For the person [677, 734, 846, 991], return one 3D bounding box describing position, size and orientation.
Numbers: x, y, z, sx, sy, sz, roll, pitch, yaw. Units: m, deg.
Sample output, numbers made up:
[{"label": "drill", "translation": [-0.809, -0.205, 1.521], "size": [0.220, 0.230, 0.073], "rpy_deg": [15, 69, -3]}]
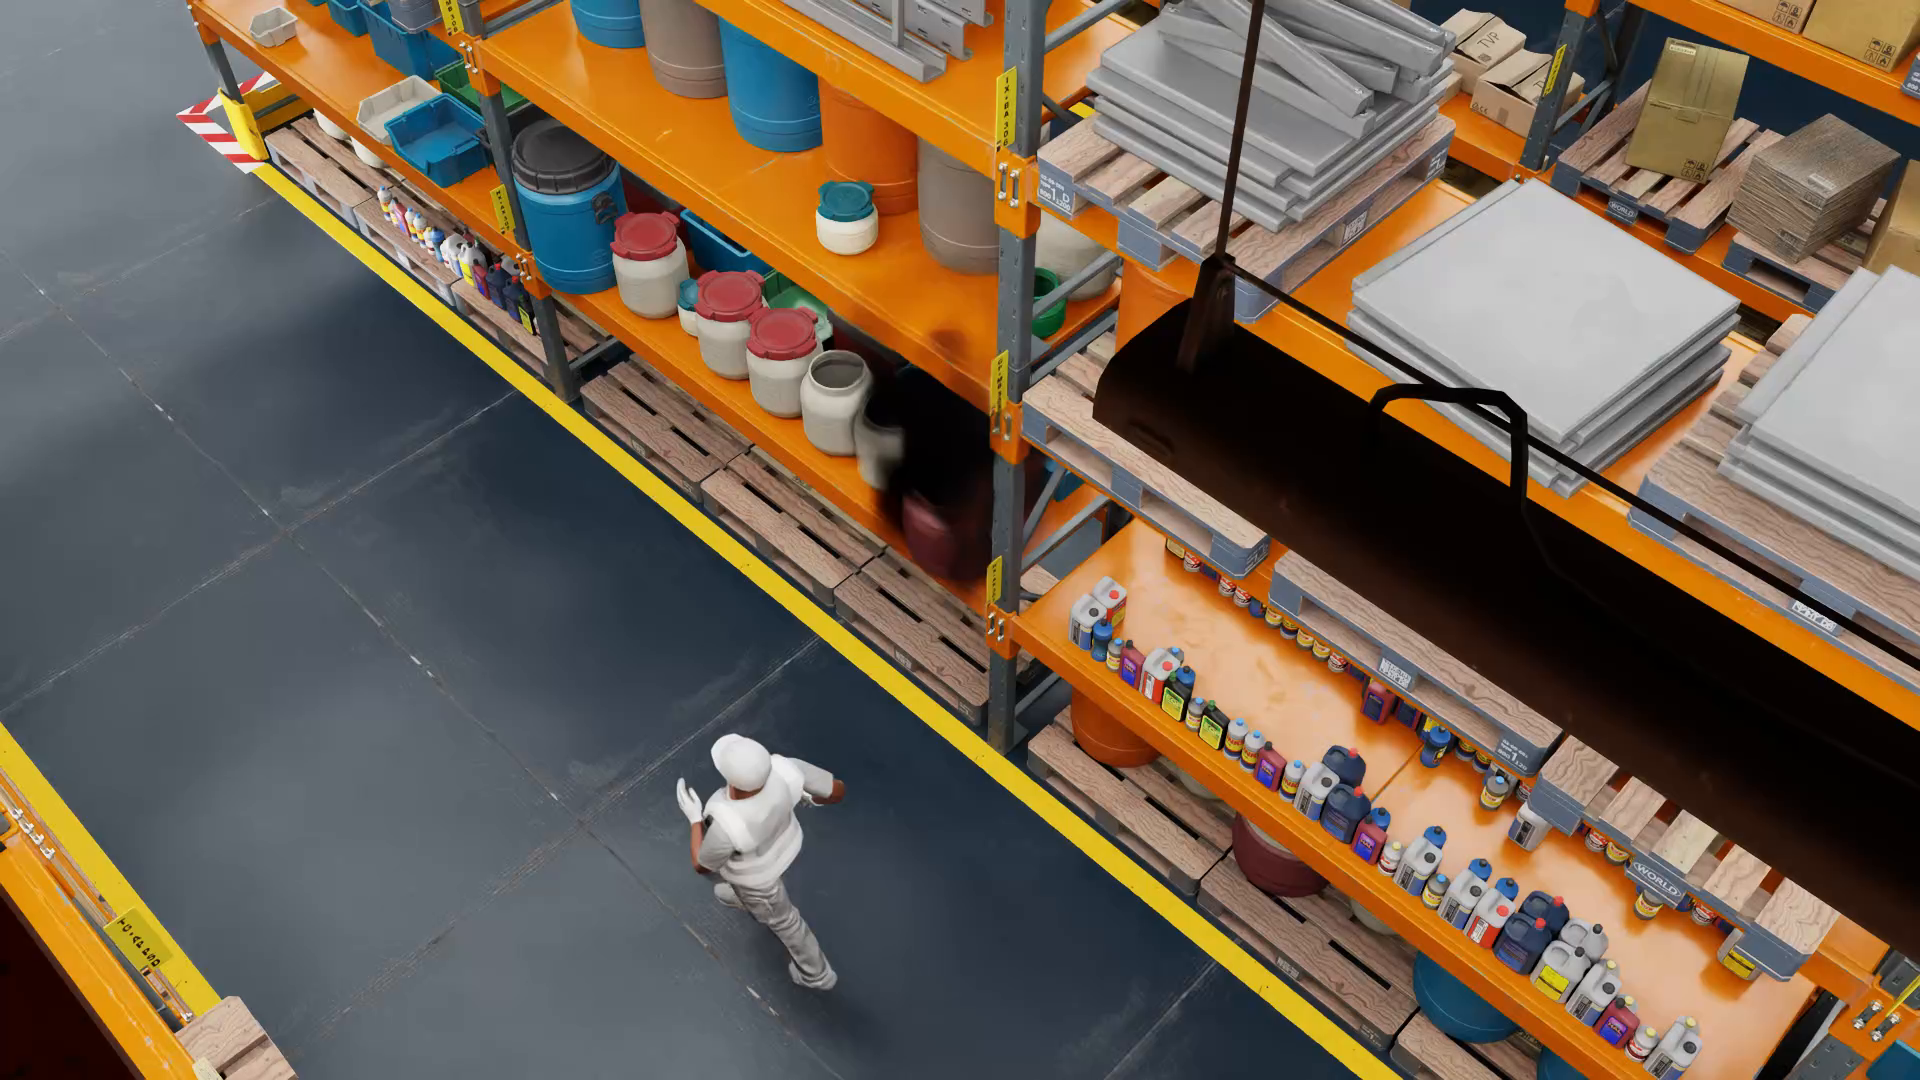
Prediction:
[{"label": "person", "translation": [-0.930, 1.429, 7.616], "size": [0.869, 1.816, 0.678], "rpy_deg": [26, 55, 20]}]
